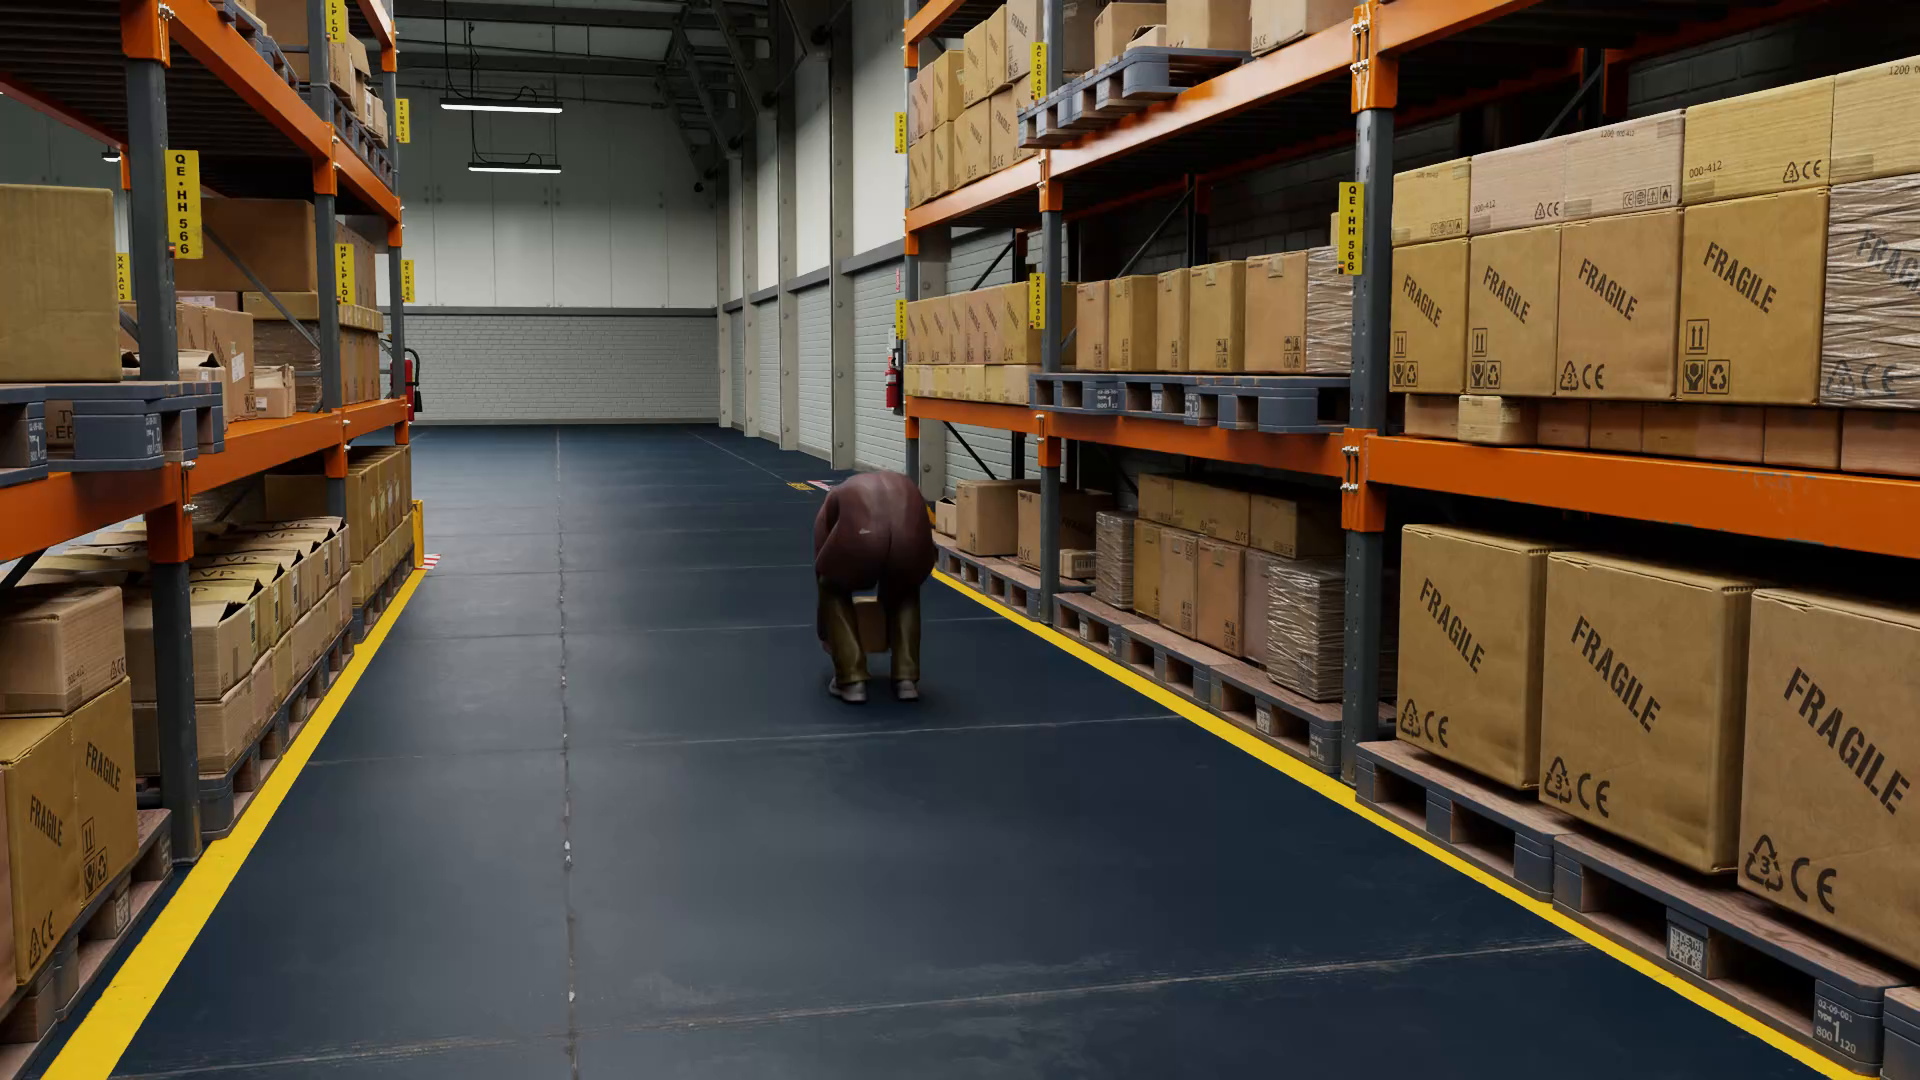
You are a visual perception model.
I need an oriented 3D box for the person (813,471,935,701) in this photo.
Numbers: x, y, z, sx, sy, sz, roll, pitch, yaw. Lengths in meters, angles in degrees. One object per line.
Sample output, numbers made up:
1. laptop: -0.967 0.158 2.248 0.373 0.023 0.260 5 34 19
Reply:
1. person: -0.445 0.190 7.980 0.583 1.066 0.947 -2 6 -16
